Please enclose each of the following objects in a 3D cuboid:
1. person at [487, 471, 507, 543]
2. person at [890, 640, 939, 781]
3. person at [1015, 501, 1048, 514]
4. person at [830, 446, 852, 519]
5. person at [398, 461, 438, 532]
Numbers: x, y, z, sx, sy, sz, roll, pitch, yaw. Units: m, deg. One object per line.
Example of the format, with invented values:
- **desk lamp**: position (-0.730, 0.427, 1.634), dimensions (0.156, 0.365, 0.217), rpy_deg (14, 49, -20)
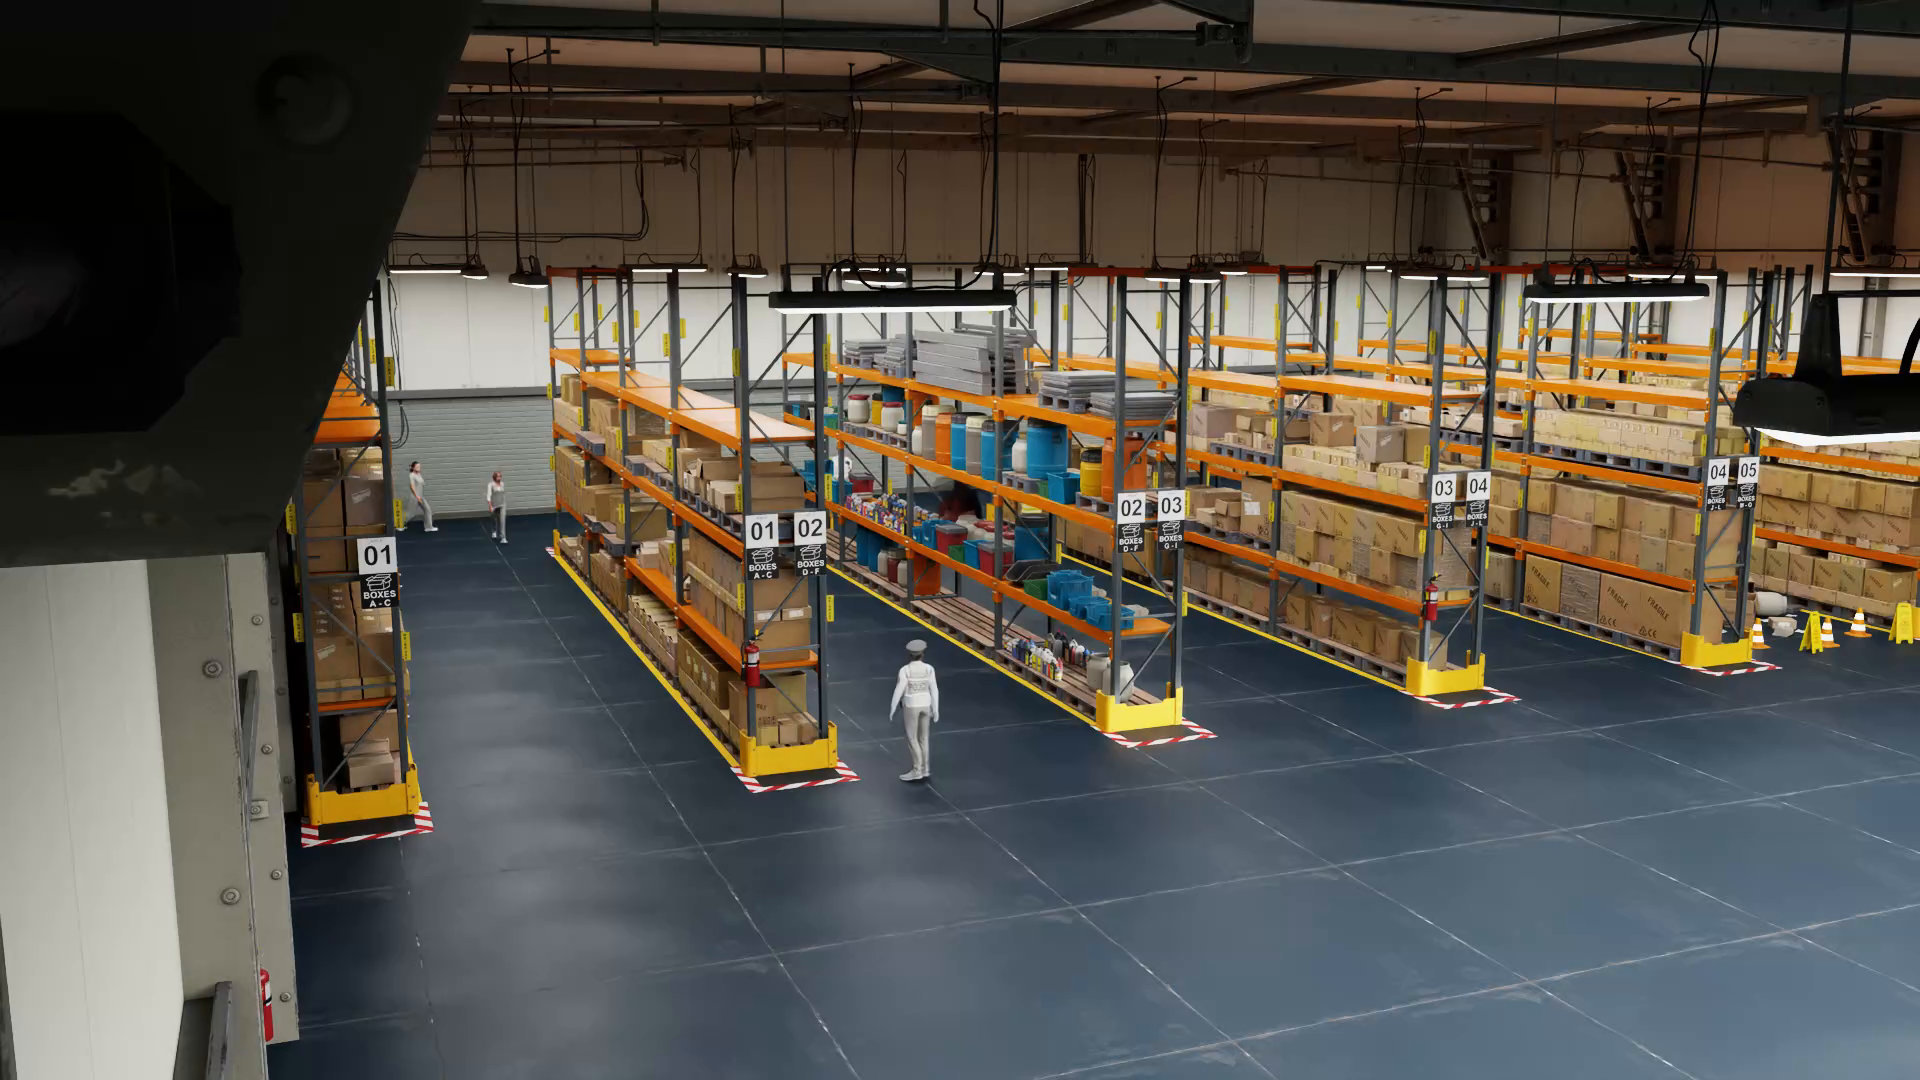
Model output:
- **person**: position (-10.109, -0.733, 36.280), dimensions (0.402, 1.551, 0.934), rpy_deg (-3, 10, -18)
- **person**: position (-0.548, 2.050, 20.061), dimensions (0.567, 1.705, 0.362), rpy_deg (-5, 11, -25)
- **person**: position (1.468, -0.544, 33.429), dimensions (0.607, 1.704, 1.002), rpy_deg (-3, 10, -17)
- **person**: position (-2.843, -1.394, 39.559), dimensions (0.553, 1.724, 0.901), rpy_deg (-5, 11, -27)
- **person**: position (-12.315, -0.972, 37.526), dimensions (0.959, 1.622, 0.488), rpy_deg (-1, 10, -7)
